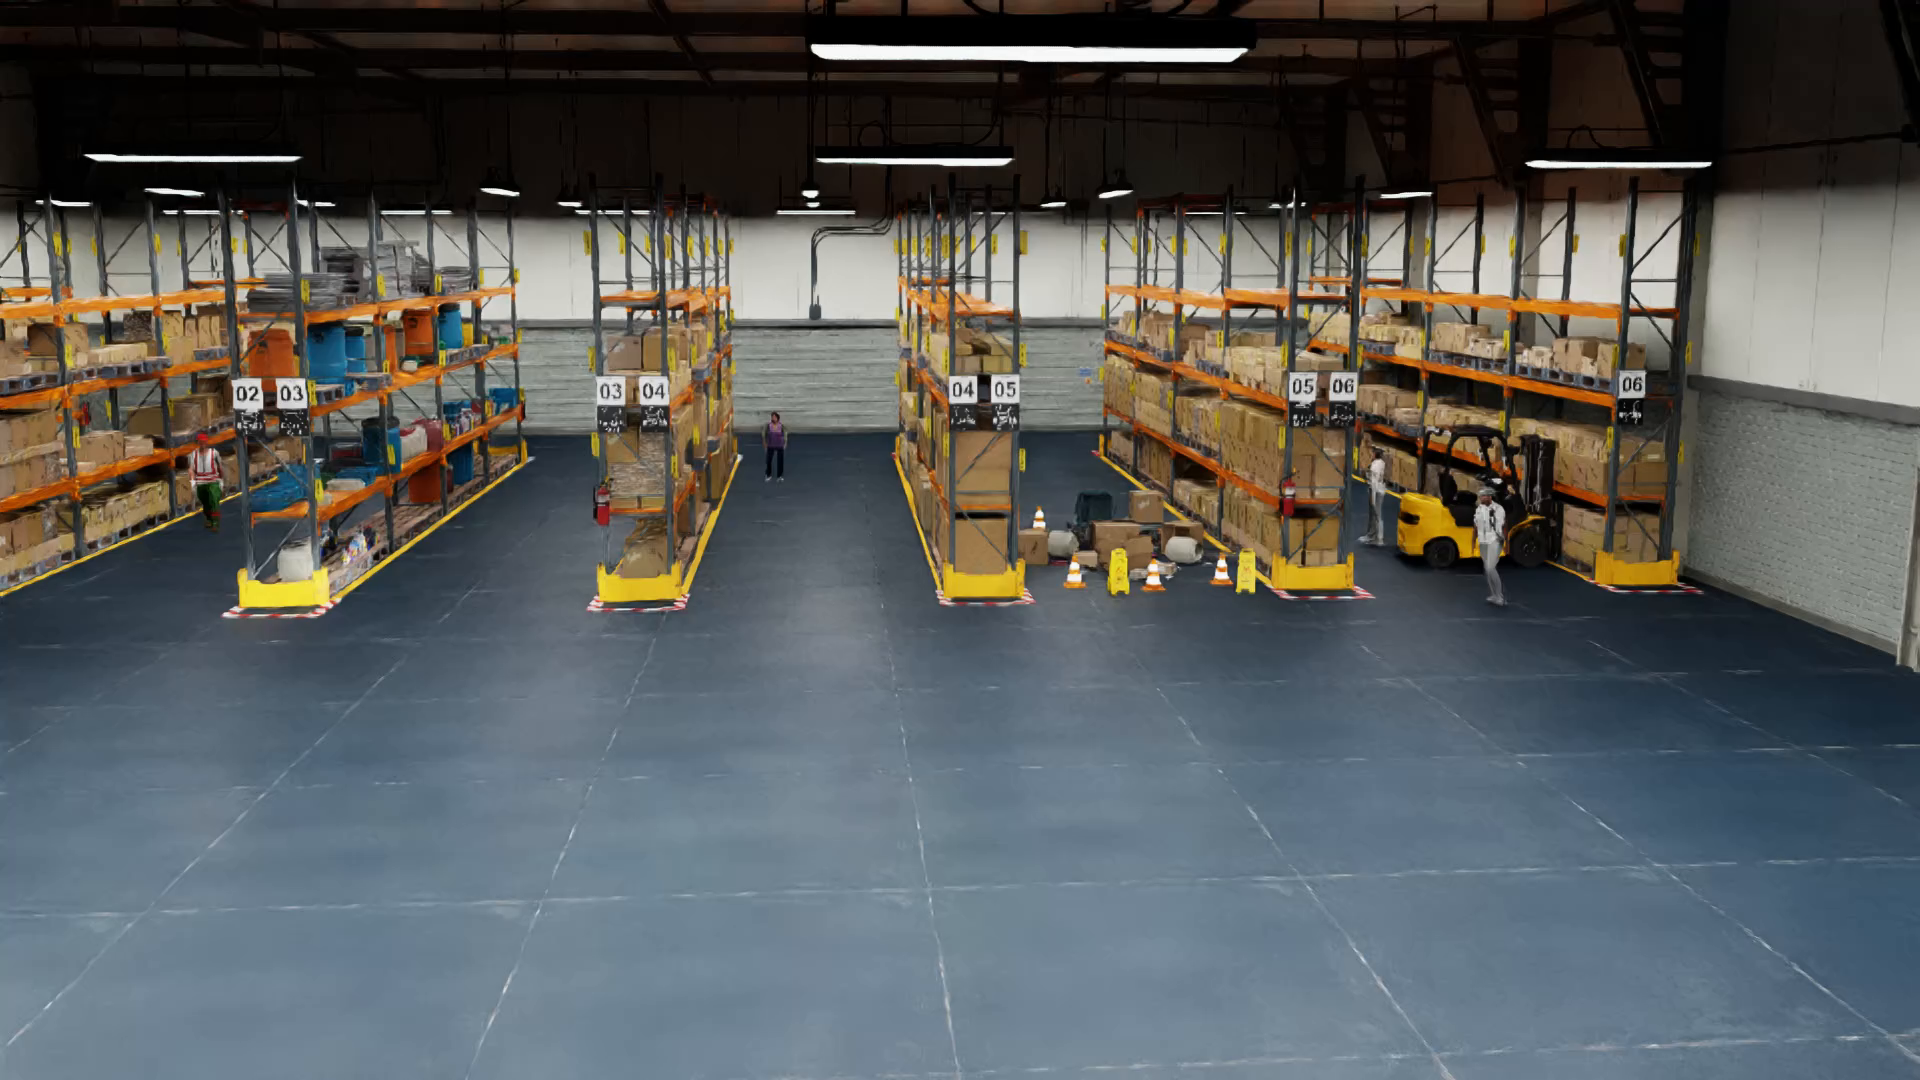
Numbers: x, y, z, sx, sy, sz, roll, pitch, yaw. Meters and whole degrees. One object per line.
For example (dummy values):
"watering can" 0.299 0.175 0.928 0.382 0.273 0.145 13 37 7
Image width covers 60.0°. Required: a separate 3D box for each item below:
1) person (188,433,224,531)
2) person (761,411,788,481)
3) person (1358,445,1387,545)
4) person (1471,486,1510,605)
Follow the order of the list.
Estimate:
"person" -13.401 -1.039 29.545 0.526 1.728 1.031 -2 10 -13
"person" -3.977 -2.000 35.723 0.566 1.508 0.519 -1 10 -8
"person" 7.002 -0.769 28.183 0.459 1.677 0.525 5 11 25
"person" 7.525 0.055 23.524 0.472 1.665 0.571 -7 12 -36
